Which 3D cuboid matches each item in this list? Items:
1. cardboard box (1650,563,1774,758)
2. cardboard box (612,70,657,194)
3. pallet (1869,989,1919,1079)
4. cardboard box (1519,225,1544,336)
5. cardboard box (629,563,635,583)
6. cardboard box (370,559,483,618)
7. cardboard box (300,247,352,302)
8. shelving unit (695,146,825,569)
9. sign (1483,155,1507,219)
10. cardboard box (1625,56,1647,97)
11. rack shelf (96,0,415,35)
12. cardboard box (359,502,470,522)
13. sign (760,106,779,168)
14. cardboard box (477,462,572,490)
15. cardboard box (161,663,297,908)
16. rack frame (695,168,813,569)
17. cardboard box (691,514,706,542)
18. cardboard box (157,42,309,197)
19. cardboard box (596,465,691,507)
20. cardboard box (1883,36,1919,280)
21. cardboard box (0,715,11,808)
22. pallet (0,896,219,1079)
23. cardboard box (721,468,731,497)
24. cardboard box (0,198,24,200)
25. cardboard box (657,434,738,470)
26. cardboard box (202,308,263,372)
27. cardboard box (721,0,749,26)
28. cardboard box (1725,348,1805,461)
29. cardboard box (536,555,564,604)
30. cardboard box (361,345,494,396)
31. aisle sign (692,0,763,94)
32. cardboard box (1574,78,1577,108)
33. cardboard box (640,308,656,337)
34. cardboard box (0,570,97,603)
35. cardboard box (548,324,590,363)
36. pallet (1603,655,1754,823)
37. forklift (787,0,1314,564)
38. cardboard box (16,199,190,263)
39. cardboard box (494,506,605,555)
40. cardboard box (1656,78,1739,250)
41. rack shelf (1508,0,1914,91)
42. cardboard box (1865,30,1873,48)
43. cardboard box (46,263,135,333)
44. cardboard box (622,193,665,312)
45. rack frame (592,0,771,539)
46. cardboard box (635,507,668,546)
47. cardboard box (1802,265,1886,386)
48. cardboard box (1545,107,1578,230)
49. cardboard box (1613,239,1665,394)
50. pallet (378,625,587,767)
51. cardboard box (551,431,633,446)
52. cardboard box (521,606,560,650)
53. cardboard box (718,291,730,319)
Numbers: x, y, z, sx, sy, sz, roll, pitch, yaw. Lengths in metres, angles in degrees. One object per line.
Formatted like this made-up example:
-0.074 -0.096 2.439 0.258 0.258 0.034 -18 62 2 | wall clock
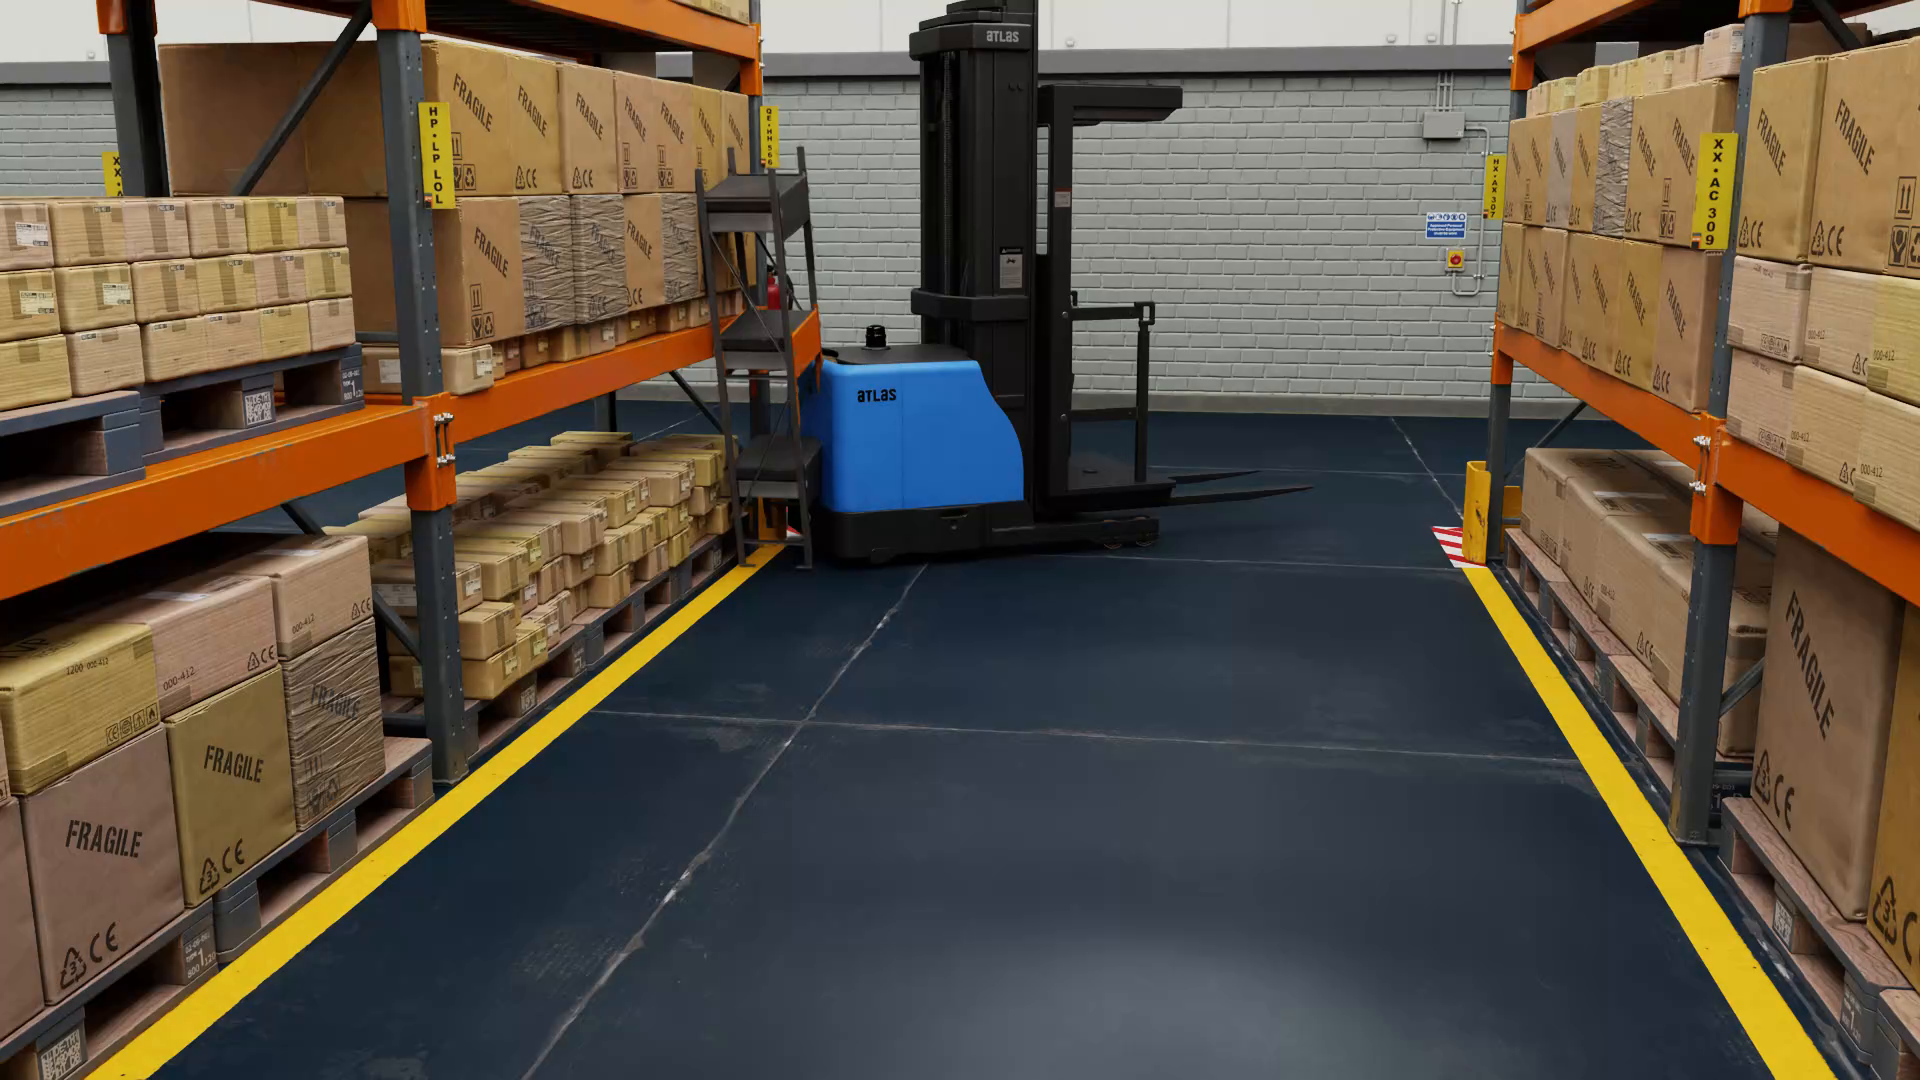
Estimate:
2.915 0.400 5.604 0.875 0.438 0.875 2 12 8 | cardboard box
-1.631 -1.748 7.167 0.500 0.500 0.500 1 12 7 | cardboard box
2.483 1.261 3.143 1.003 0.211 1.213 2 12 9 | pallet
2.919 -1.205 7.728 0.500 0.500 0.500 2 12 8 | cardboard box
-1.697 0.135 7.519 0.380 0.149 0.250 2 12 10 | cardboard box
-1.937 0.173 5.930 0.380 0.149 0.250 2 12 11 | cardboard box
-2.061 -0.798 4.971 0.380 0.149 0.250 2 12 10 | cardboard box
-0.972 -0.912 8.539 0.431 2.100 0.503 2 25 11 | shelving unit
2.780 -1.834 8.641 0.100 0.325 0.005 2 12 9 | sign
2.704 -1.714 6.174 0.380 0.149 0.250 2 12 7 | cardboard box
-2.502 -1.358 3.263 1.077 0.370 4.000 2 12 9 | rack shelf
-2.298 -0.062 7.019 0.380 0.149 0.250 1 12 6 | cardboard box
-1.034 -2.191 9.040 0.100 0.325 0.005 2 12 9 | sign
-2.093 -0.275 8.010 0.380 0.149 0.250 2 12 11 | cardboard box
-2.139 0.626 4.405 0.500 0.500 0.500 2 12 7 | cardboard box
-1.020 -0.809 8.323 0.400 2.100 0.015 2 25 11 | rack frame
-1.520 -0.079 8.509 0.380 0.149 0.250 2 12 8 | cardboard box
-2.390 -1.449 5.782 0.500 0.500 0.500 1 12 7 | cardboard box
-1.509 -0.258 7.930 0.380 0.149 0.250 2 12 11 | cardboard box
2.230 -0.765 3.311 0.500 0.500 0.500 2 12 7 | cardboard box
-2.298 0.479 3.307 0.500 0.250 0.500 2 12 9 | cardboard box
-2.498 1.120 3.794 1.003 0.211 1.213 2 12 9 | pallet
-1.379 -0.330 8.970 0.380 0.149 0.250 2 12 7 | cardboard box
-2.789 -0.854 4.525 0.380 0.149 0.250 2 12 9 | cardboard box
-1.410 -0.476 8.942 0.380 0.149 0.250 2 12 9 | cardboard box
-2.140 -0.547 4.512 0.380 0.149 0.250 2 12 8 | cardboard box
-1.388 -2.782 8.519 0.500 0.250 0.500 2 12 7 | cardboard box
2.384 -0.364 4.418 0.500 0.250 0.500 2 12 7 | cardboard box
-1.826 0.155 6.720 0.380 0.149 0.250 1 12 6 | cardboard box
-1.828 -0.585 5.685 0.380 0.149 0.250 2 12 11 | cardboard box
-1.272 -2.769 9.050 0.394 0.787 0.004 2 12 9 | aisle sign
2.865 -1.924 7.150 0.380 0.149 0.250 2 12 9 | cardboard box
-1.636 -1.027 7.736 0.380 0.149 0.250 1 12 6 | cardboard box
-2.649 0.247 4.386 0.500 0.250 0.500 2 12 10 | cardboard box
-1.721 -0.805 6.707 0.380 0.149 0.250 2 12 10 | cardboard box
2.906 0.687 5.804 1.003 0.211 1.213 2 12 9 | pallet
0.580 -1.481 9.407 3.031 2.935 1.130 -5 13 -21 | forklift
-2.186 -0.779 4.174 0.380 0.149 0.250 2 12 8 | cardboard box
-1.708 -0.042 6.927 0.380 0.149 0.250 2 12 10 | cardboard box
2.512 -1.165 5.169 0.500 0.500 0.500 2 12 8 | cardboard box
3.020 -2.051 6.480 1.077 0.370 4.000 2 12 9 | rack shelf
2.593 -1.501 5.188 0.380 0.149 0.250 2 12 10 | cardboard box
-2.220 -0.581 3.962 0.380 0.149 0.250 1 12 6 | cardboard box
-1.634 -1.268 7.316 0.500 0.500 0.500 3 12 11 | cardboard box
-1.579 -1.492 9.298 1.000 3.000 0.127 2 12 9 | rack frame
-1.581 -0.061 7.721 0.380 0.149 0.250 3 12 11 | cardboard box
2.313 -0.500 3.861 0.500 0.250 0.500 2 12 10 | cardboard box
2.828 -1.585 7.116 0.500 0.500 0.500 2 12 8 | cardboard box
2.604 -0.781 5.762 0.500 0.500 0.500 2 12 7 | cardboard box
-2.126 0.562 6.382 1.003 0.211 1.213 2 12 9 | pallet
-1.996 -0.497 9.037 0.380 0.149 0.250 1 12 6 | cardboard box
-1.793 0.354 6.499 0.380 0.149 0.250 2 12 8 | cardboard box
-1.426 -1.242 8.733 0.380 0.149 0.250 2 12 9 | cardboard box
